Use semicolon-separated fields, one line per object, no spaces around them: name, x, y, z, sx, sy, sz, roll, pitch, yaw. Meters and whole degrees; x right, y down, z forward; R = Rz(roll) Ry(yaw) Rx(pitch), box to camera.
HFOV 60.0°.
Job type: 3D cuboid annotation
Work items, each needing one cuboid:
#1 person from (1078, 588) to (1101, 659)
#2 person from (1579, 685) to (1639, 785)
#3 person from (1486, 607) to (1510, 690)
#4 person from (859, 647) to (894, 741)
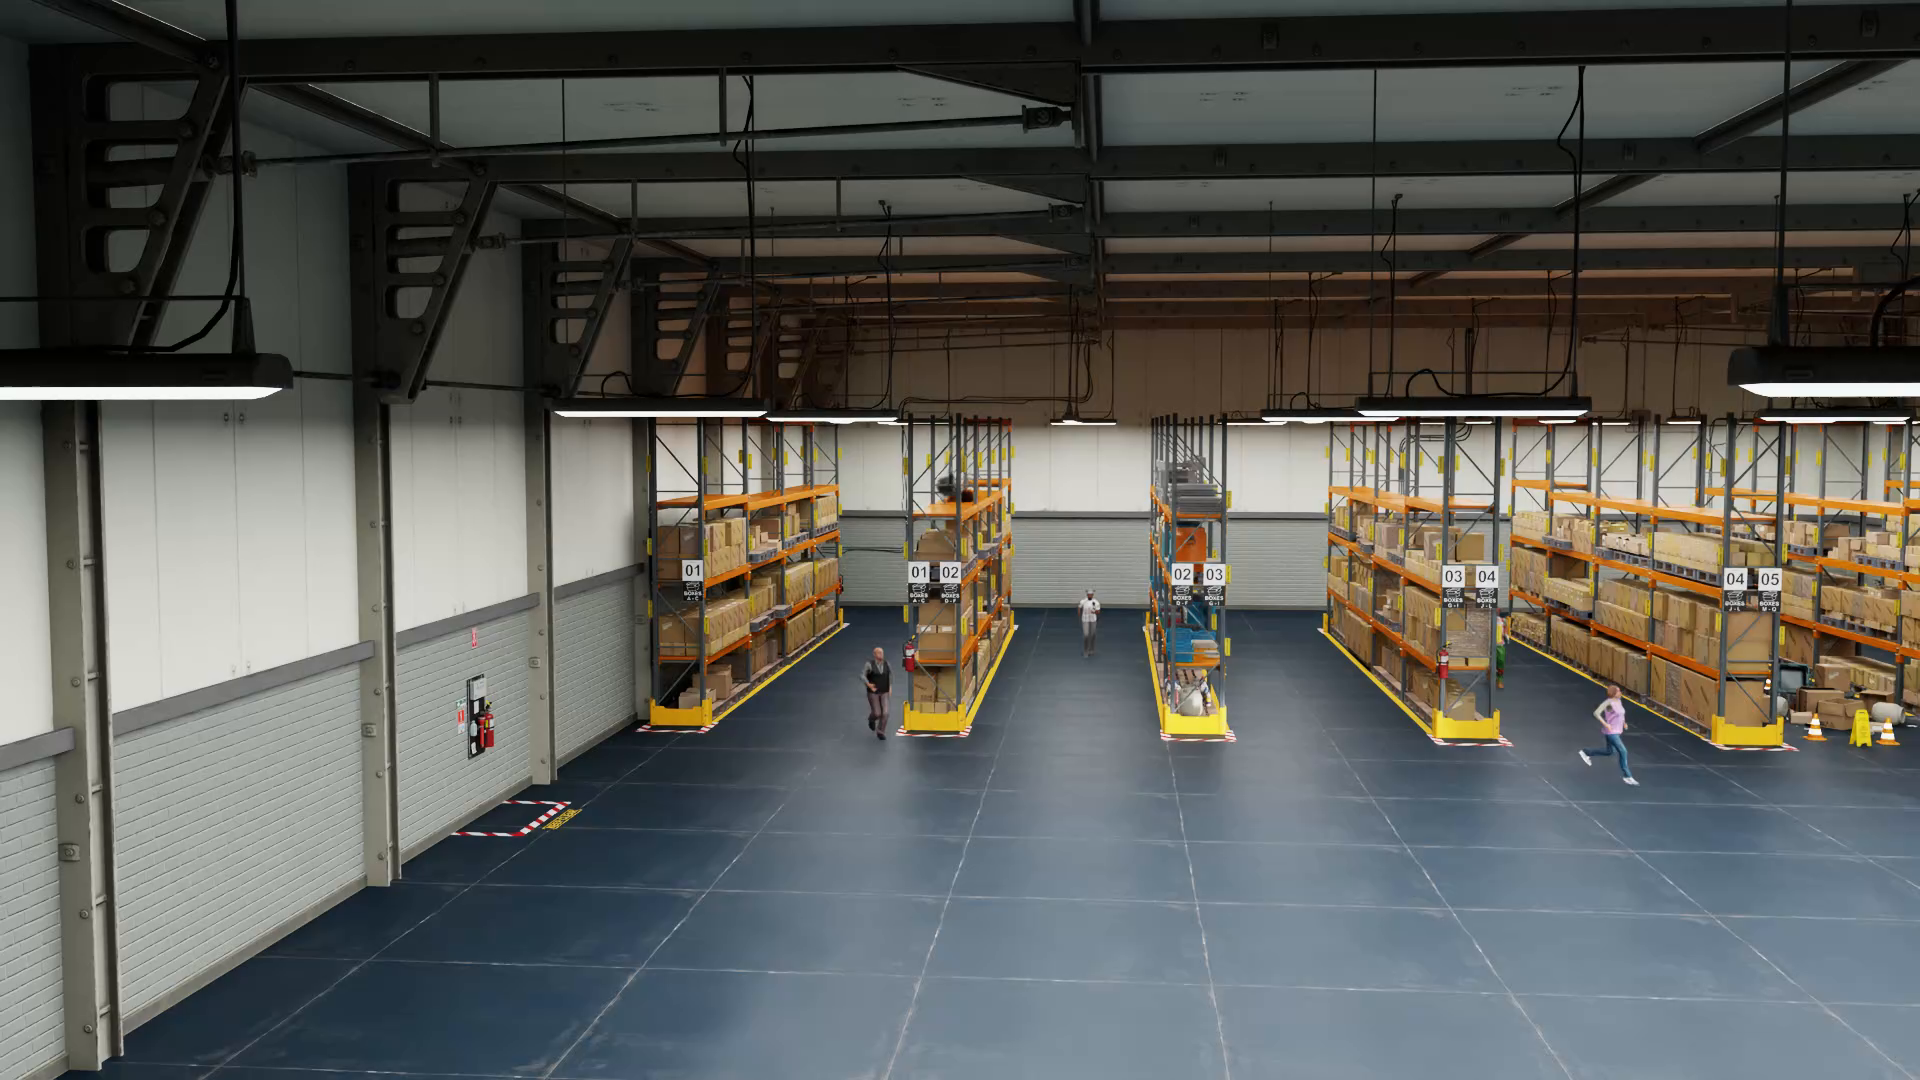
person;3.237;2.081;41.608;0.550;1.749;0.775;0;4;0
person;10.550;3.137;27.007;0.994;1.592;0.510;3;5;41
person;11.855;2.347;36.858;0.691;1.809;1.011;0;4;0
person;-1.521;2.824;30.733;0.695;1.696;0.640;-2;4;-22
